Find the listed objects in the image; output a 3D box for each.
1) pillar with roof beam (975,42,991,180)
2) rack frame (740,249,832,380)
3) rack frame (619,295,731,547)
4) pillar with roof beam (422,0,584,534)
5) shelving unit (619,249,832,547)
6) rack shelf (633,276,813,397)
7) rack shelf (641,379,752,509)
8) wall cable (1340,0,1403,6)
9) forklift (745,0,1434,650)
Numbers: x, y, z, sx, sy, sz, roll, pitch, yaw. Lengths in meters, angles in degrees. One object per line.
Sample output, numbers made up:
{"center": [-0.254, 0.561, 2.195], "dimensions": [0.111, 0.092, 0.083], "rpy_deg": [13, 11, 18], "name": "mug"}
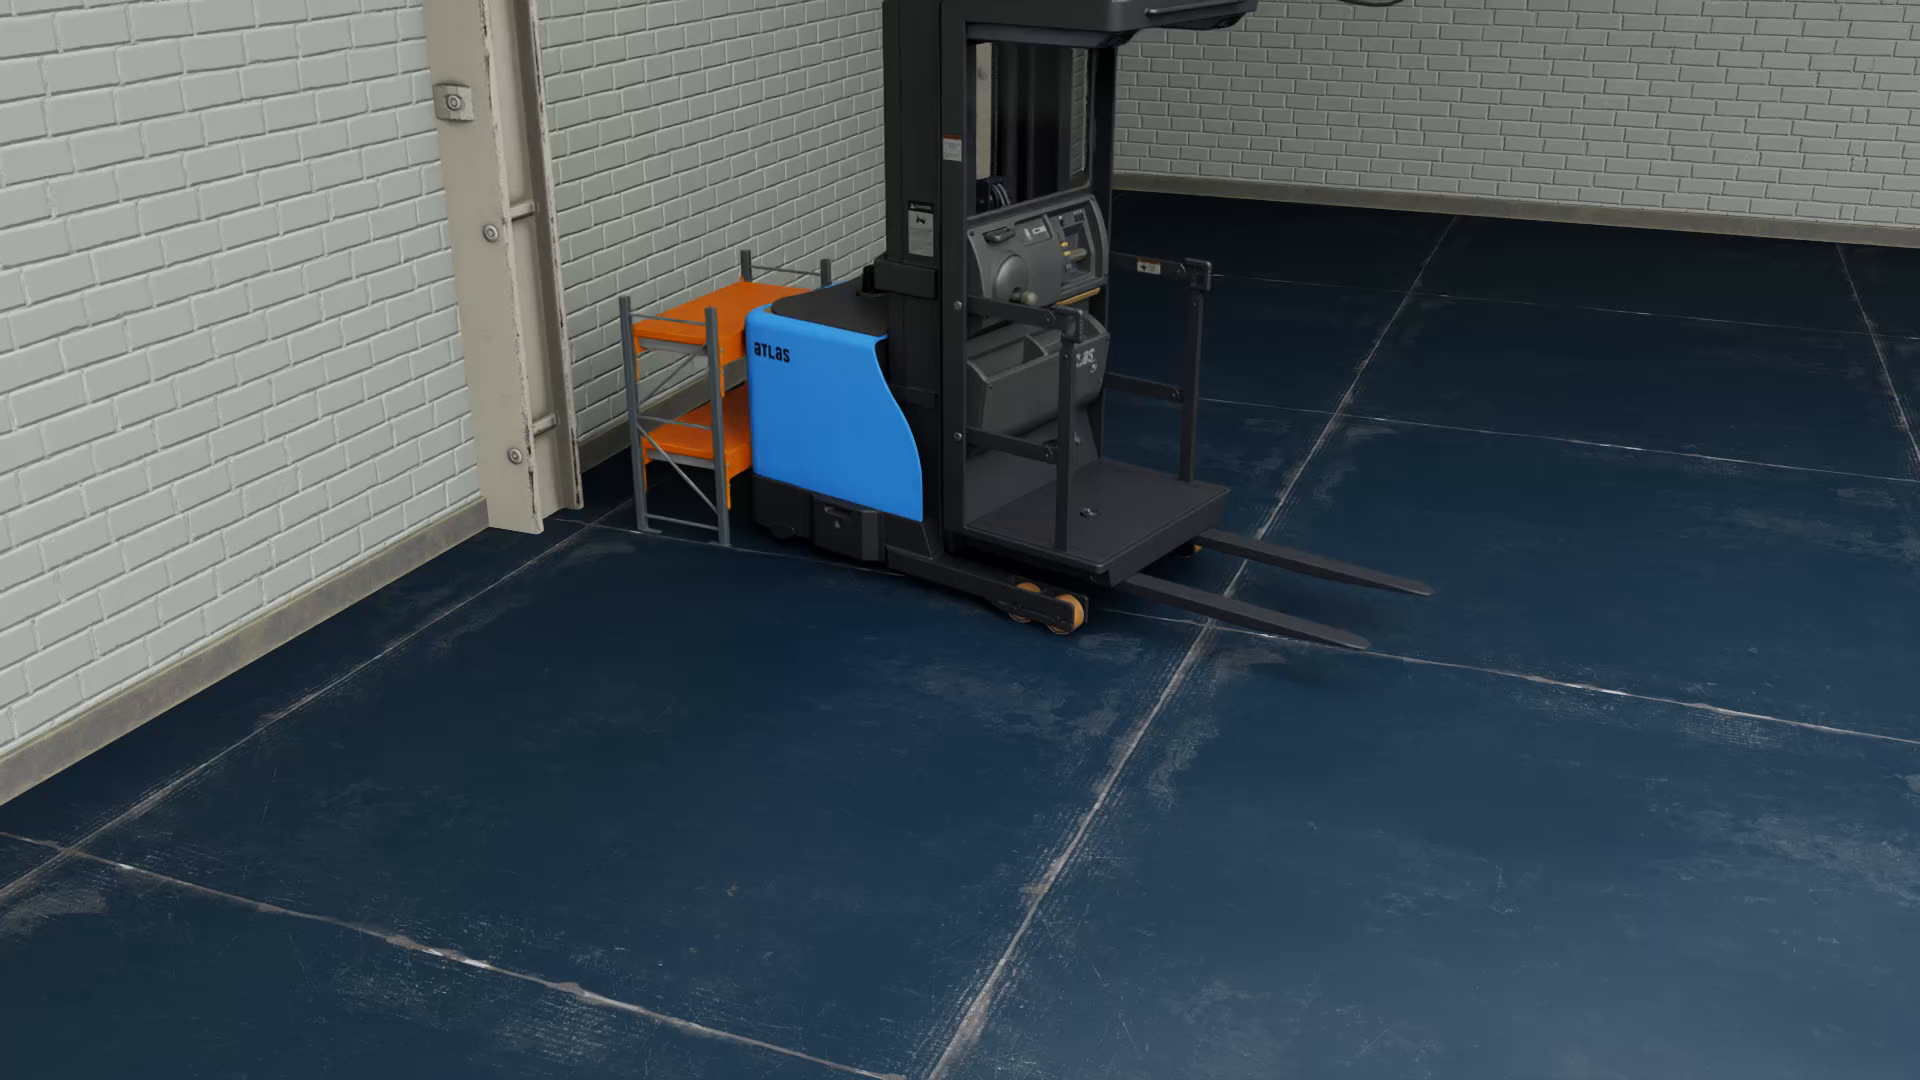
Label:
{"center": [4.171, -5.802, 9.965], "dimensions": [9.100, 9.000, 0.400], "rpy_deg": [9, 24, 20], "name": "pillar with roof beam"}
{"center": [-0.862, -0.886, 8.412], "dimensions": [0.500, 1.125, 0.032], "rpy_deg": [10, 25, 23], "name": "rack frame"}
{"center": [-1.294, -0.531, 7.563], "dimensions": [0.500, 1.125, 0.032], "rpy_deg": [10, 25, 23], "name": "rack frame"}
{"center": [1.942, -3.655, 4.825], "dimensions": [9.100, 9.000, 0.400], "rpy_deg": [9, 24, 20], "name": "pillar with roof beam"}
{"center": [-1.078, -0.709, 7.988], "dimensions": [0.538, 1.125, 1.048], "rpy_deg": [10, 25, 23], "name": "shelving unit"}
{"center": [-1.078, -0.979, 7.875], "dimensions": [0.538, 0.278, 1.000], "rpy_deg": [10, 25, 23], "name": "rack shelf"}
{"center": [-1.078, -0.483, 8.082], "dimensions": [0.538, 0.278, 1.000], "rpy_deg": [10, 25, 23], "name": "rack shelf"}
{"center": [2.496, -5.851, 14.110], "dimensions": [3.097, 2.526, 0.112], "rpy_deg": [9, 24, 20], "name": "wall cable"}
{"center": [0.502, -1.194, 6.807], "dimensions": [3.031, 2.935, 1.130], "rpy_deg": [16, 28, 34], "name": "forklift"}
